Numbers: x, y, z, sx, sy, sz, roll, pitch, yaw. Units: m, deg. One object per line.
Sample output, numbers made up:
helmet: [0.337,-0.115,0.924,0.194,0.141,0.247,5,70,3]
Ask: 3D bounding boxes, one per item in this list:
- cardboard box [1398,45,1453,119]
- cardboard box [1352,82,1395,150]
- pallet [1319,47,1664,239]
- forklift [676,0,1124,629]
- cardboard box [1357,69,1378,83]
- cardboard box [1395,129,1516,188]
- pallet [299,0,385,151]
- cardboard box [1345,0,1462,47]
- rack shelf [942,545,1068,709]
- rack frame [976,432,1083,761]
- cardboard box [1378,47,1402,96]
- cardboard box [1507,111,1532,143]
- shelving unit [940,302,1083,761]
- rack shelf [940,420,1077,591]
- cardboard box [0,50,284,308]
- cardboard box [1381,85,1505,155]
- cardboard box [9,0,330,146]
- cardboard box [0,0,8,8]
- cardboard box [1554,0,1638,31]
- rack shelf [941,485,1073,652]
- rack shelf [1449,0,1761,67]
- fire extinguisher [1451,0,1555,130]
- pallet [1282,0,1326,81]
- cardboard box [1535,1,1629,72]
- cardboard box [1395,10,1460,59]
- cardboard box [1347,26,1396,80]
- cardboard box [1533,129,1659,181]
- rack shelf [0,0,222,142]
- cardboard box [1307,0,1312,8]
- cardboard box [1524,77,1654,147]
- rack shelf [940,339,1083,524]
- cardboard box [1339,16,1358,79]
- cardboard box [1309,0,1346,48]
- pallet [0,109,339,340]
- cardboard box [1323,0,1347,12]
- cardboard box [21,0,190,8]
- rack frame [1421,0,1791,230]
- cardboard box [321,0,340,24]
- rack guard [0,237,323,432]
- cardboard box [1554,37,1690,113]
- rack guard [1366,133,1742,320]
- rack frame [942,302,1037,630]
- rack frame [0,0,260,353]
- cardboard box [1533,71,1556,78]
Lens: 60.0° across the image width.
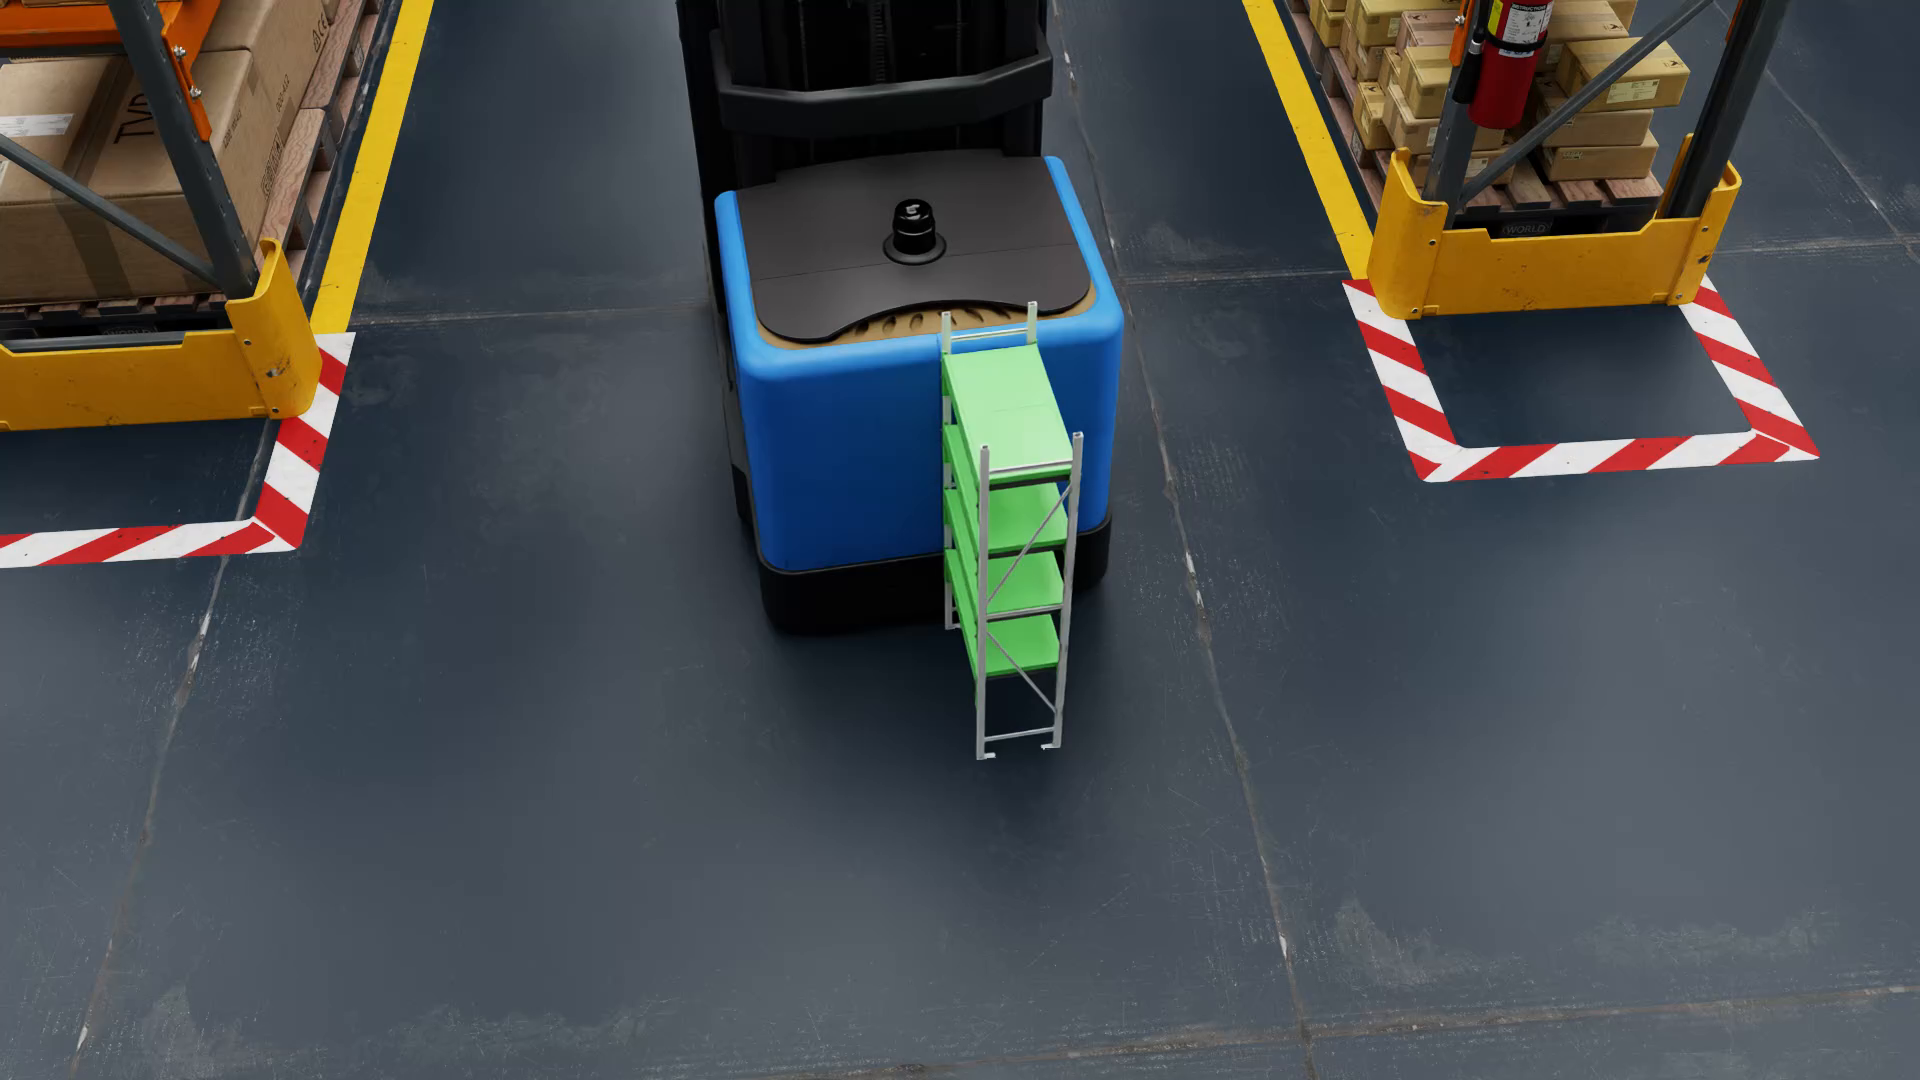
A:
cardboard box: [1.815,-1.664,6.024,0.380,0.149,0.250,-3,47,-3]
cardboard box: [1.738,-1.640,6.411,0.380,0.149,0.250,-2,47,-2]
pallet: [2.073,-1.614,6.633,1.003,0.211,1.213,-3,47,-3]
forklift: [-0.330,-1.833,4.968,1.130,2.935,3.031,-8,47,-7]
cardboard box: [1.801,-1.836,6.597,0.380,0.149,0.250,-4,47,-3]
cardboard box: [1.860,-1.460,6.241,0.380,0.149,0.250,-3,47,-3]
pallet: [-3.056,-2.049,7.045,1.003,0.211,1.213,-3,47,-3]
cardboard box: [1.703,-2.029,6.370,0.380,0.149,0.250,-4,47,-4]
rack shelf: [0.119,0.220,4.634,0.258,0.148,0.480,-8,47,-7]
rack frame: [0.165,0.185,4.248,0.240,1.200,0.015,-8,47,-7]
cardboard box: [1.815,-1.751,6.312,0.380,0.149,0.250,-4,47,-4]
cardboard box: [2.284,-1.674,6.444,0.380,0.149,0.250,-4,47,-3]
shelving unit: [0.119,0.011,4.413,0.258,1.200,0.503,-8,47,-7]
rack shelf: [0.119,-0.110,4.285,0.258,0.148,0.480,-8,47,-7]
cardboard box: [-2.967,-1.288,5.880,0.875,0.438,0.875,-5,47,-5]
cardboard box: [1.783,-1.558,6.129,0.380,0.149,0.250,-5,47,-4]
cardboard box: [-3.052,-1.950,6.506,0.875,0.438,0.875,-2,47,-2]
cardboard box: [-3.116,-1.921,4.934,0.500,0.500,0.500,-3,47,-3]
cardboard box: [2.370,-2.078,6.417,0.380,0.149,0.250,-4,47,-3]
rack shelf: [0.119,0.055,4.460,0.258,0.148,0.480,-8,47,-7]
rack shelf: [1.945,-3.127,6.641,1.077,0.370,4.000,-3,47,-3]
fire extinguisher: [1.673,-1.562,4.974,0.296,0.674,0.183,-3,47,-3]
pallet: [1.974,-2.494,7.467,1.003,0.211,1.213,-3,47,-3]
cardboard box: [2.264,-1.888,6.237,0.380,0.149,0.250,-3,47,-3]
cardboard box: [1.851,-1.849,6.200,0.380,0.149,0.250,-3,47,-3]
cardboard box: [1.738,-1.934,6.485,0.380,0.149,0.250,-5,47,-5]
cardboard box: [2.387,-1.490,6.270,0.380,0.149,0.250,-3,47,-2]
rack shelf: [-2.980,-2.753,6.287,1.077,0.370,4.000,-3,47,-3]
cardboard box: [1.681,-2.394,7.125,0.380,0.149,0.250,-3,47,-3]
cardboard box: [2.324,-1.589,6.158,0.380,0.149,0.250,-2,47,-2]
rack shelf: [0.119,-0.275,4.111,0.258,0.148,0.480,-8,47,-7]
cardboard box: [1.768,-2.014,6.766,0.380,0.149,0.250,-3,47,-3]
cardboard box: [1.684,-2.195,6.937,0.380,0.149,0.250,-5,47,-5]
pallet: [-2.957,-1.168,6.211,1.003,0.211,1.213,-3,47,-3]
cardboard box: [1.682,-2.308,6.839,0.380,0.149,0.250,-3,47,-3]
cardboard box: [-2.566,-1.953,4.964,0.500,0.500,0.500,-4,47,-4]
rack frame: [2.112,-1.927,5.010,1.000,3.000,0.127,-3,47,-3]
cardboard box: [-3.126,-2.602,7.124,0.875,0.438,0.875,-5,47,-4]
rack guard: [-2.810,-0.677,5.546,1.175,0.500,0.348,-3,47,-3]
cardboard box: [2.407,-1.696,6.055,0.380,0.149,0.250,-5,47,-5]
rack guard: [2.106,-1.123,5.969,1.175,0.500,0.348,-3,47,-3]
rack frame: [0.074,-0.163,4.578,0.240,1.200,0.015,-8,47,-7]
rack frame: [-2.812,-1.553,4.655,1.000,3.000,0.127,-3,47,-3]
cardboard box: [2.357,-1.790,6.349,0.380,0.149,0.250,-4,47,-3]
